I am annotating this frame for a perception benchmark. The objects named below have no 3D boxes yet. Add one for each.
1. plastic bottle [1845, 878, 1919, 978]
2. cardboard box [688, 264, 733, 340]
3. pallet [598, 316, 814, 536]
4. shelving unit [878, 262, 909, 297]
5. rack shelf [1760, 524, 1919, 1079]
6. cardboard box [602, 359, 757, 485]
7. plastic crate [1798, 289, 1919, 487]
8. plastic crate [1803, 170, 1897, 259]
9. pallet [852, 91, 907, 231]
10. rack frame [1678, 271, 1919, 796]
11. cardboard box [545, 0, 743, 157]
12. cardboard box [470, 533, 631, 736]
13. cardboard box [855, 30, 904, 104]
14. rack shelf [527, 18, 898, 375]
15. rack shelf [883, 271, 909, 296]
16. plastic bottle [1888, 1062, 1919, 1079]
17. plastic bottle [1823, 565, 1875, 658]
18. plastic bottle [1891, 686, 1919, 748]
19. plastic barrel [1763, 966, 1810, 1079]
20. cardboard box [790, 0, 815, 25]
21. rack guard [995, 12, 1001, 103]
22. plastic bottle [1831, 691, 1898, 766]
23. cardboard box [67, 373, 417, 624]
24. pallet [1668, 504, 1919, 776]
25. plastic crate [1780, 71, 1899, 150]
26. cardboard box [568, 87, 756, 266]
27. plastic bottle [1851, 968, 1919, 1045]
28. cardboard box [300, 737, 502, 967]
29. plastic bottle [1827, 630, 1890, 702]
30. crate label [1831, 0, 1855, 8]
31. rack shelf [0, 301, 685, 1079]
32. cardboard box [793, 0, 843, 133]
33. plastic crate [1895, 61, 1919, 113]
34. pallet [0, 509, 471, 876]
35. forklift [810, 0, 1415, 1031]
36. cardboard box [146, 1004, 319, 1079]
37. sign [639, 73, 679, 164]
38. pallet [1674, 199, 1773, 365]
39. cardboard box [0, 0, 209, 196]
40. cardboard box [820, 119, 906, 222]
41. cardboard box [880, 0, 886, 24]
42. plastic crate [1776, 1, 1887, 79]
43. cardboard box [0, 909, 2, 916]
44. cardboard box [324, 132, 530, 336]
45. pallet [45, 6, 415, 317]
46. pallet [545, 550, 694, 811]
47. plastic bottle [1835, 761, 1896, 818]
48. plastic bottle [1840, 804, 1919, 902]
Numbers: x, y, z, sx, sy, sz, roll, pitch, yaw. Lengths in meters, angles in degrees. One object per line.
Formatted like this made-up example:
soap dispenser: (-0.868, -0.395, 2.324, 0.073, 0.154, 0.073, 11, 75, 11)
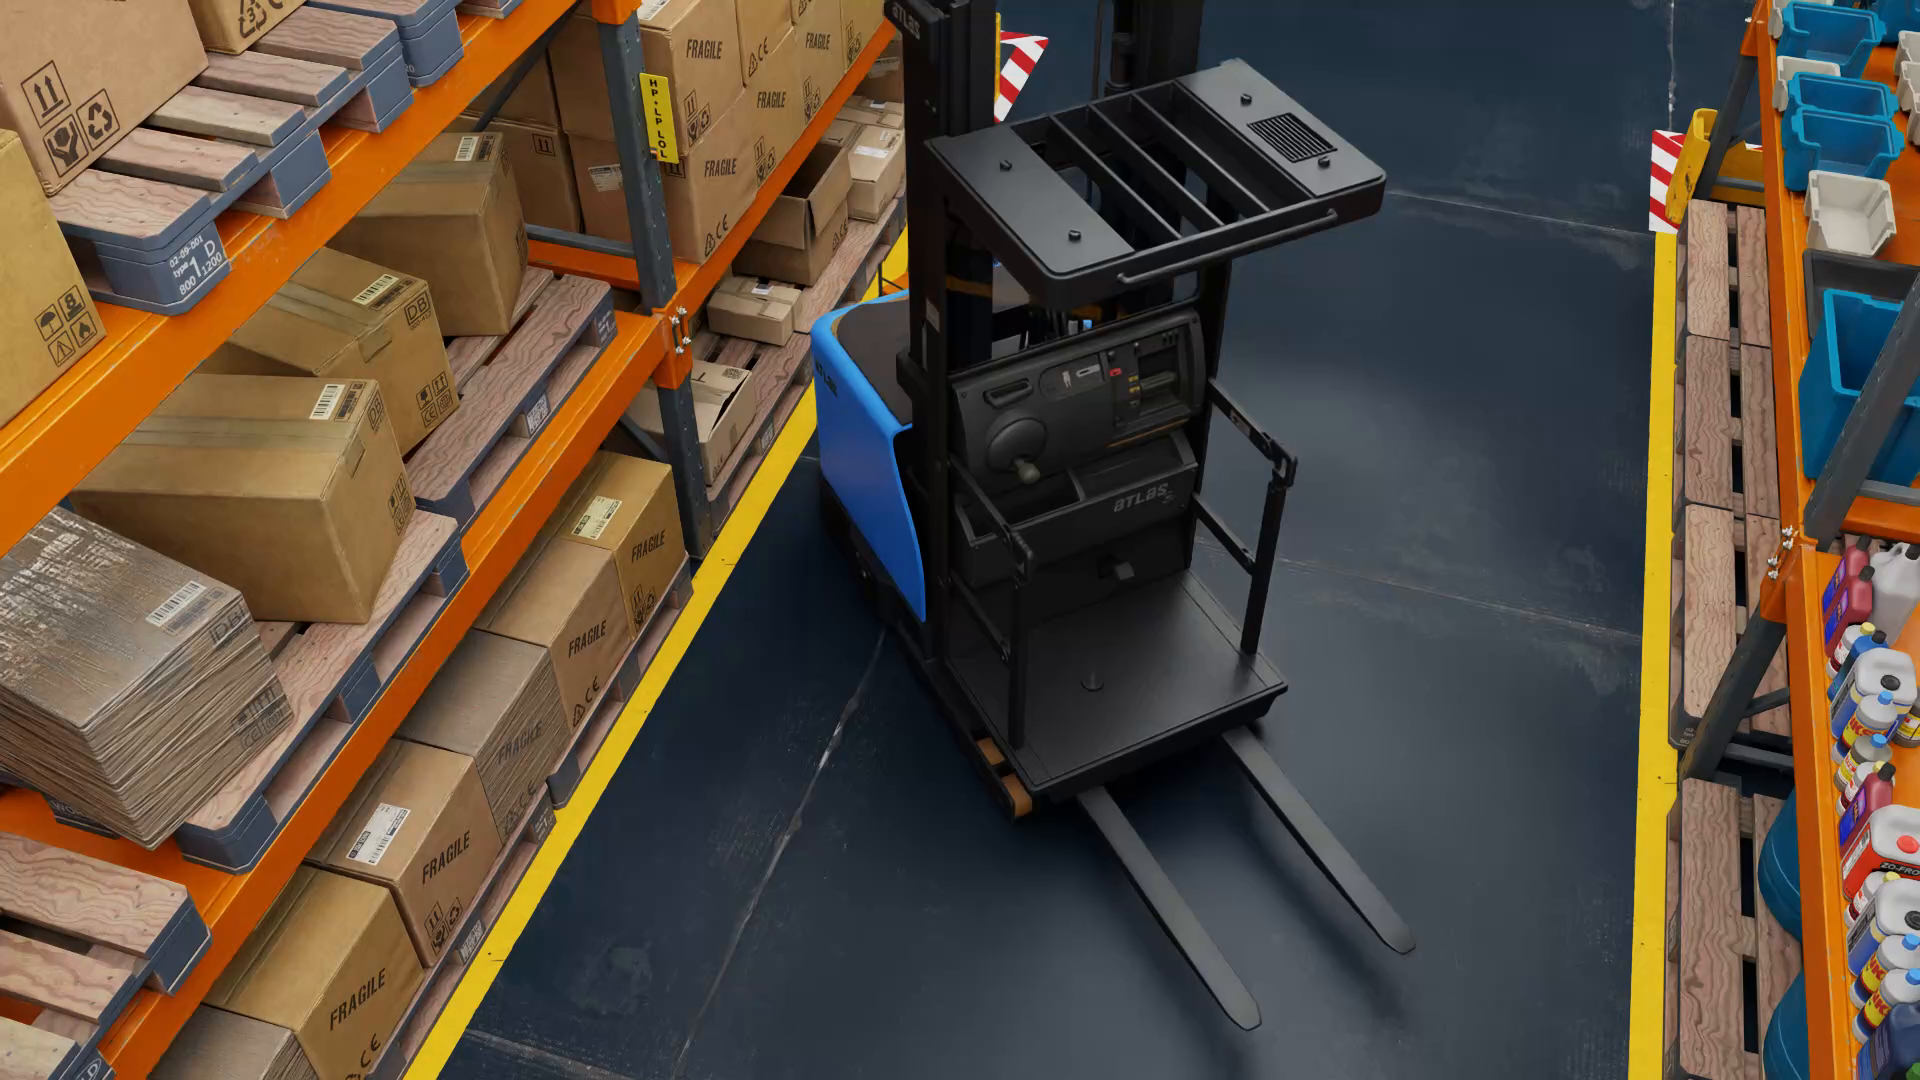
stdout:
plastic bottle: (2.317, 0.969, 4.103, 0.152, 0.276, 0.135, 13, 46, 13)
cardboard box: (-1.419, -1.263, 7.903, 0.500, 0.311, 0.500, 13, 46, 13)
pallet: (-1.340, -0.588, 7.599, 1.003, 0.211, 1.213, 13, 46, 13)
shelving unit: (-0.180, -0.783, 7.198, 0.215, 1.050, 0.252, 31, 52, 28)
rack shelf: (2.565, 1.515, 3.970, 1.077, 0.370, 4.000, 13, 46, 13)
cardboard box: (-1.215, -0.557, 7.181, 0.500, 0.311, 0.500, 13, 46, 13)
plastic crate: (2.987, -0.474, 5.457, 0.392, 0.384, 0.575, 13, 46, 13)
plastic crate: (3.412, -1.227, 6.403, 0.293, 0.136, 0.466, 13, 46, 13)
pallet: (-0.601, -2.214, 9.261, 1.003, 0.211, 1.213, 13, 46, 13)
rack frame: (3.171, -0.075, 5.081, 1.000, 3.000, 0.127, 13, 46, 13)
cardboard box: (-1.138, -1.774, 6.031, 0.500, 0.500, 0.500, 14, 46, 14)
cardboard box: (-1.583, 0.327, 6.143, 0.500, 0.500, 0.500, 13, 46, 13)
cardboard box: (-0.267, -2.642, 9.177, 0.500, 0.500, 0.500, 13, 46, 13)
rack shelf: (-0.943, -2.203, 7.770, 1.077, 0.370, 4.000, 13, 46, 13)
rack shelf: (-0.180, -0.978, 7.007, 0.215, 0.259, 0.240, 31, 52, 28)
plastic bottle: (2.118, 1.299, 3.760, 0.061, 0.283, 0.133, 13, 46, 13)
plastic bottle: (2.613, 0.210, 4.874, 0.061, 0.283, 0.133, 13, 46, 13)
plastic bottle: (2.681, 0.482, 4.654, 0.097, 0.201, 0.097, 0, 44, 0)
plastic barrel: (2.776, 1.356, 4.819, 0.600, 0.901, 0.708, 13, 46, 13)
cardboard box: (-0.826, -2.461, 6.733, 0.500, 0.500, 0.500, 11, 46, 11)
rack guard: (-0.360, -2.849, 9.703, 1.175, 0.500, 0.348, 13, 46, 13)
plastic bottle: (2.496, 0.514, 4.571, 0.097, 0.271, 0.097, 0, 44, 0)
cardboard box: (-2.025, -0.122, 4.757, 0.700, 0.500, 0.500, 2, 44, 2)
pallet: (3.357, 0.423, 6.566, 1.003, 0.211, 1.213, 13, 46, 13)
plastic crate: (3.595, -1.730, 6.849, 0.416, 0.233, 0.300, 13, 46, 13)
cardboard box: (-1.135, -1.444, 6.409, 0.500, 0.500, 0.500, 14, 46, 14)
plastic bottle: (2.226, 1.107, 3.965, 0.097, 0.271, 0.097, 0, 44, 0)
cardboard box: (-1.887, 1.000, 5.455, 0.500, 0.500, 0.500, 11, 45, 11)
plastic bottle: (2.566, 0.360, 4.729, 0.097, 0.271, 0.097, 0, 44, 0)
crate label: (3.994, -2.608, 7.746, 0.416, 0.233, 0.303, 13, 46, 13)
rack shelf: (-2.154, 0.464, 5.045, 1.077, 0.370, 4.000, 13, 46, 13)
cardboard box: (-0.829, -2.119, 7.099, 0.500, 0.500, 0.500, 12, 46, 12)
plastic crate: (4.206, -1.896, 7.088, 0.396, 0.136, 0.243, 13, 46, 13)
pallet: (-2.175, 0.311, 4.824, 1.003, 0.211, 1.213, 13, 46, 13)
forklift: (0.515, -0.388, 5.450, 1.130, 2.935, 3.031, -20, 48, -19)
cardboard box: (-2.197, 1.683, 4.757, 0.500, 0.500, 0.500, 11, 45, 11)
sign: (-1.019, -1.425, 5.633, 0.100, 0.325, 0.005, 13, 46, 13)
pallet: (4.096, -1.203, 8.228, 1.003, 0.211, 1.213, 13, 46, 13)
cardboard box: (-2.173, -1.211, 3.653, 0.600, 0.600, 0.600, 11, 45, 11)
cardboard box: (-0.583, -1.926, 8.624, 0.500, 0.250, 0.500, 13, 46, 13)
cardboard box: (-0.524, -2.795, 7.789, 0.500, 0.500, 0.500, 13, 46, 13)
plastic crate: (3.794, -2.169, 7.298, 0.416, 0.233, 0.300, 13, 46, 13)
cardboard box: (-2.677, 0.910, 3.703, 0.700, 0.500, 0.500, -1, 44, -1)
cardboard box: (-1.905, -1.044, 5.700, 0.700, 0.500, 0.500, -1, 44, -1)
pallet: (-2.124, -1.020, 4.036, 1.213, 0.211, 1.003, 13, 46, 13)
pallet: (-1.759, 0.420, 6.569, 1.003, 0.211, 1.213, 13, 46, 13)
plastic bottle: (2.437, 0.669, 4.463, 0.097, 0.201, 0.097, 0, 44, 0)
plastic bottle: (2.387, 0.814, 4.261, 0.152, 0.276, 0.135, 13, 46, 13)
